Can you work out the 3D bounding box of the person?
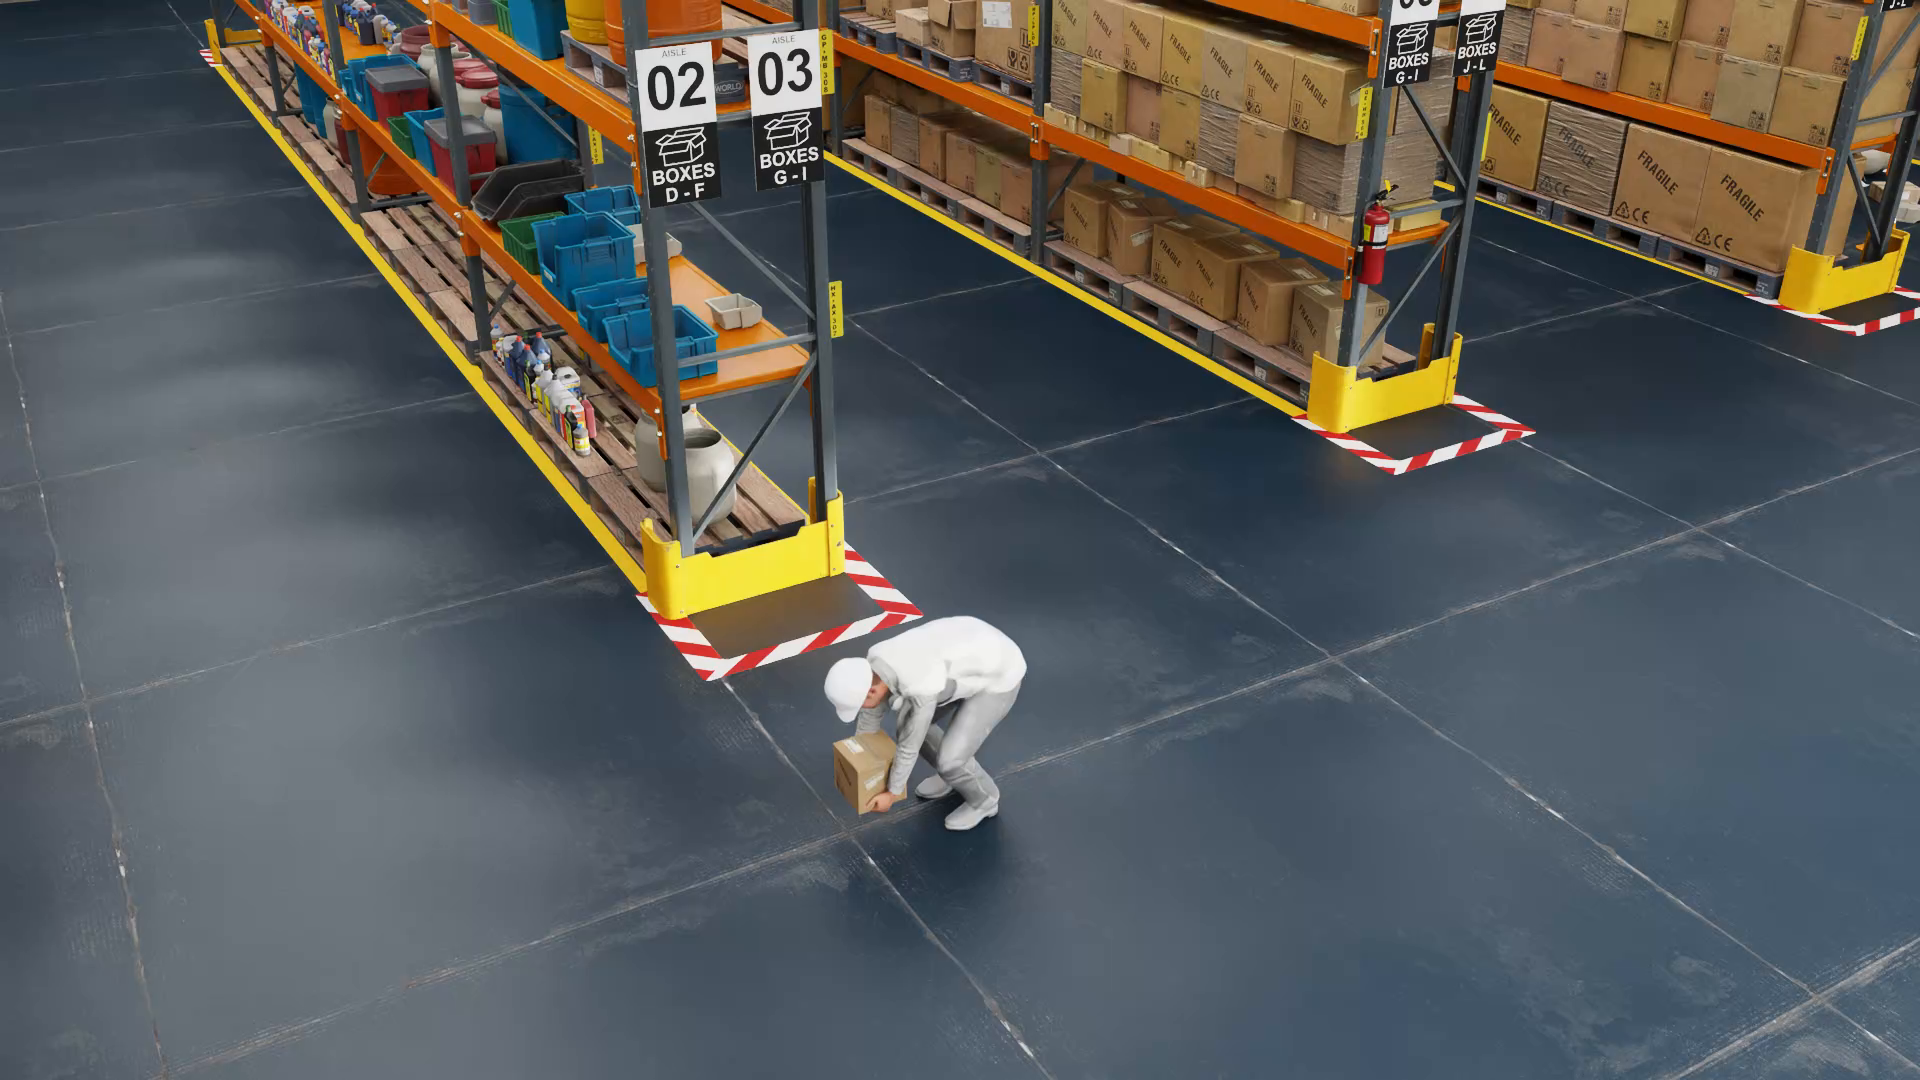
[{"bbox_3d":[-0.169,0.879,7.717,0.998,1.024,0.513,-17,33,-29],"label":"person"}]
